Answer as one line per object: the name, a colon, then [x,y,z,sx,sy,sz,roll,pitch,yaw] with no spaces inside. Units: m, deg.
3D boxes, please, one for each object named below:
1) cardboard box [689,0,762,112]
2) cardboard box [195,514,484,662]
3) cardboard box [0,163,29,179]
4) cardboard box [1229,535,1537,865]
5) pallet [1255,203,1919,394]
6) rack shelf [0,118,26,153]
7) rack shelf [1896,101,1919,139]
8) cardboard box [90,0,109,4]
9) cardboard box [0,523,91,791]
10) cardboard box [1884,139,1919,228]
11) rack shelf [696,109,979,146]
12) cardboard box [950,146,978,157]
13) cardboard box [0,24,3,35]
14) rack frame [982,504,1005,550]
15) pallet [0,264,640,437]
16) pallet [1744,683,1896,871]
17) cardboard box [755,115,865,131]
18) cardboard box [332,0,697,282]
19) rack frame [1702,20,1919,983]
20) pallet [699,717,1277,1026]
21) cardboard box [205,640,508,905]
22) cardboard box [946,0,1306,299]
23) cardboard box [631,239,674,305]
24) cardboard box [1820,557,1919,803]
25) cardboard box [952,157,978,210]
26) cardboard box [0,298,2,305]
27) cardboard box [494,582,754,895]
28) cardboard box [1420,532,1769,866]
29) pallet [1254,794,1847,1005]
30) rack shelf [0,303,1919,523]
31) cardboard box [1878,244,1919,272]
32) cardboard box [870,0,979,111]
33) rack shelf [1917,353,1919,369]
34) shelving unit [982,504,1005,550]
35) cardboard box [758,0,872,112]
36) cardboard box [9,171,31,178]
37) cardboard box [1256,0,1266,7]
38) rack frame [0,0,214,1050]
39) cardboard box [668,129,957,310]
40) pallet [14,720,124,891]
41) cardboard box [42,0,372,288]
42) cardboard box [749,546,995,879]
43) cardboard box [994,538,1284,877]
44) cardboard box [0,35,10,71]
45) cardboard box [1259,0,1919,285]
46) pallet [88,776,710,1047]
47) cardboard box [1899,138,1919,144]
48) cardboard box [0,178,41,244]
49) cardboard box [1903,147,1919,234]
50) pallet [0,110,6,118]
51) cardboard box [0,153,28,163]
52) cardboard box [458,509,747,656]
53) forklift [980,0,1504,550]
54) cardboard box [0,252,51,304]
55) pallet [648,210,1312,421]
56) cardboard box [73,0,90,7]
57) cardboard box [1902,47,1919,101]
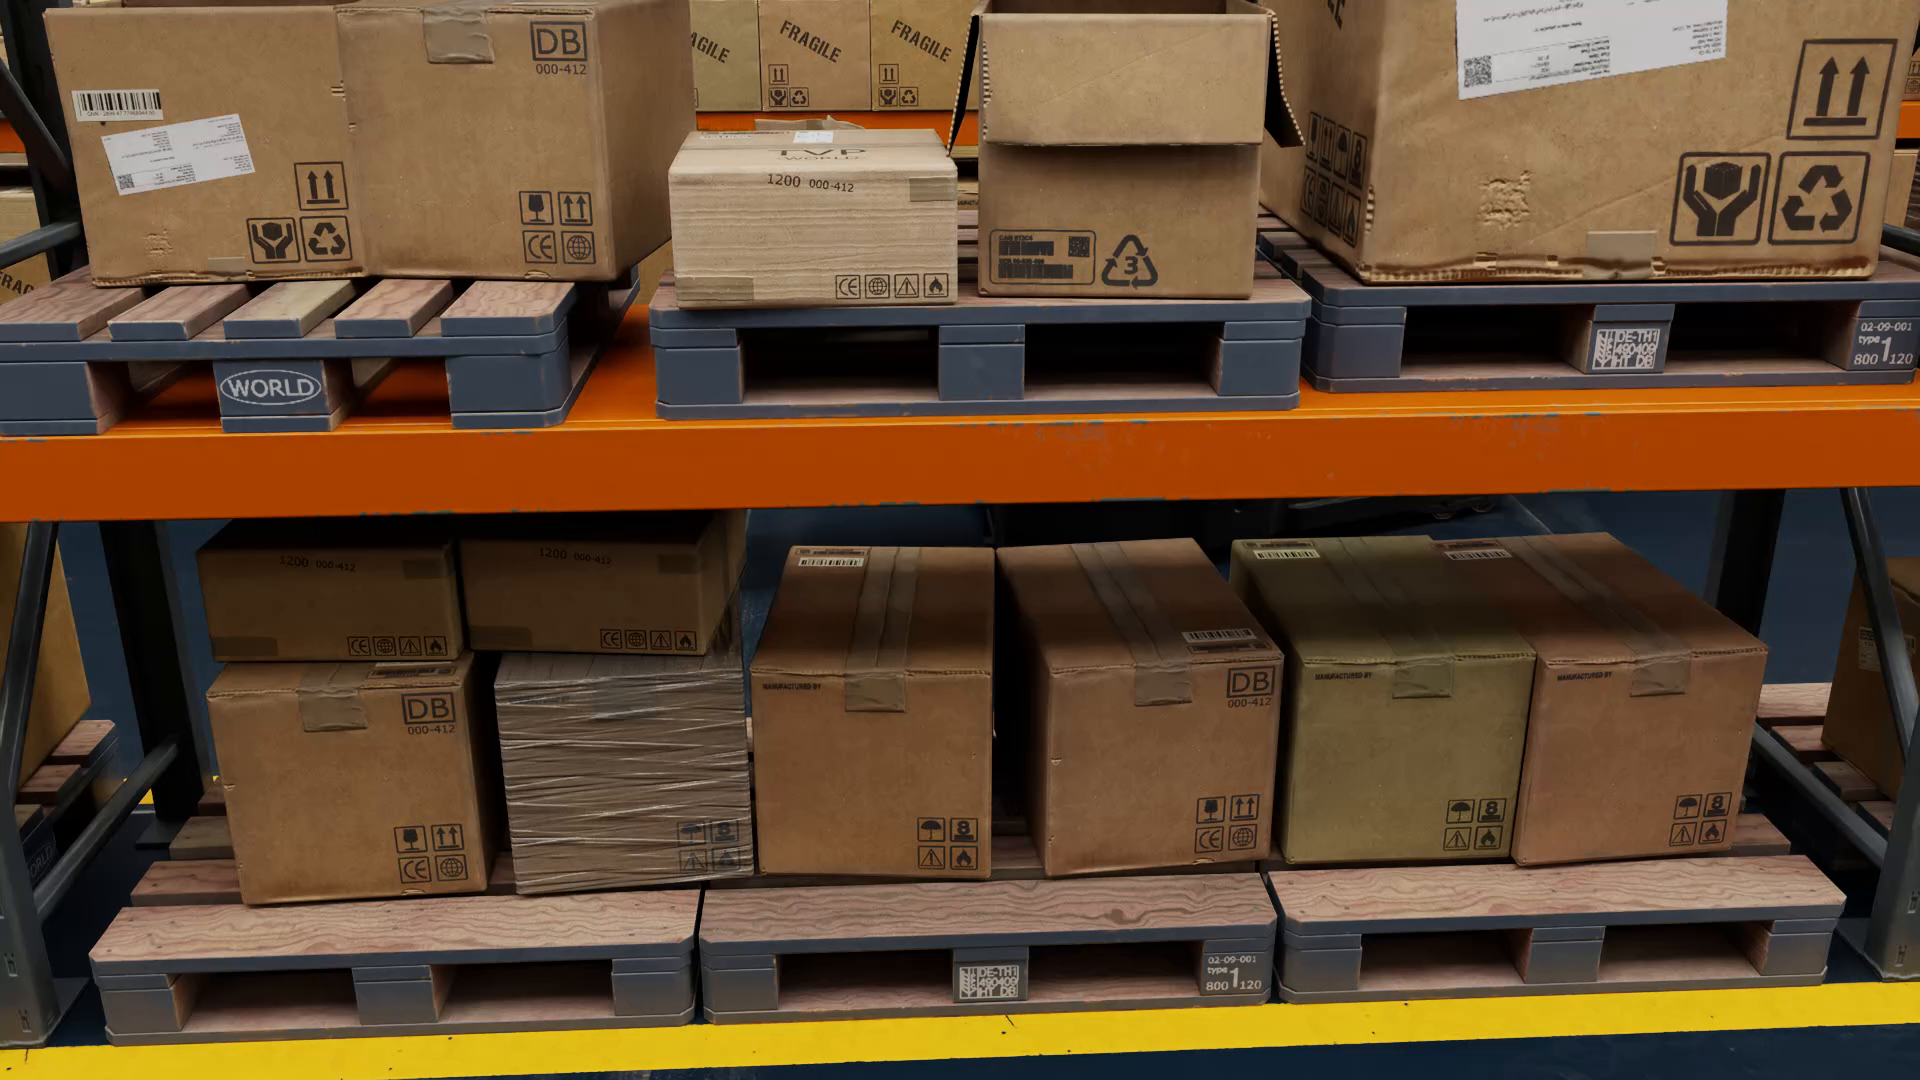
cardboard box: [-1.172,-2.275,7.741,0.500,0.500,0.500,-1,21,-4]
cardboard box: [-1.294,0.048,3.620,0.500,0.250,0.500,0,21,-1]
cardboard box: [-4.893,-1.712,8.270,0.500,0.250,0.500,0,21,0]
cardboard box: [0.941,0.349,3.883,0.500,0.500,0.700,-1,21,-3]
pallet: [1.261,-0.568,3.666,1.213,0.211,1.003,-1,21,-3]
rack shelf: [-4.140,-1.927,7.978,4.000,0.370,1.077,-1,21,-3]
rack shelf: [3.847,-2.090,8.405,4.000,0.370,1.077,-1,21,-3]
cardboard box: [-3.638,-2.329,7.366,0.250,0.149,0.380,-1,21,-3]
cardboard box: [-2.651,0.263,3.609,0.875,0.875,1.225,-2,21,-6]
cardboard box: [4.292,-1.614,8.540,0.875,0.875,0.875,-1,21,-4]
rack shelf: [-0.146,-2.008,8.191,4.000,0.370,1.077,-1,21,-3]
cardboard box: [0.226,-3.082,13.104,0.625,0.372,0.950,0,21,0]
cardboard box: [-4.156,-2.318,7.337,0.250,0.149,0.380,-2,21,-4]
rack frame: [0.117,-0.631,5.671,0.032,1.500,0.500,-2,21,-4]
pallet: [-1.255,-0.503,3.495,1.003,0.211,1.213,-1,21,-3]
pallet: [2.701,0.656,4.102,1.213,0.211,1.003,-1,21,-3]
cardboard box: [-0.311,-0.803,3.613,0.258,0.266,0.396,-2,21,-5]
cardboard box: [-0.872,-0.855,3.420,0.500,0.500,0.700,2,21,5]
rack frame: [2.033,-0.621,3.537,0.127,3.000,1.000,-1,21,-3]
pallet: [0.035,0.724,3.922,1.213,0.211,1.003,-1,21,-3]
cardboard box: [-1.293,0.402,3.744,0.500,0.500,0.700,-2,21,-6]
cardboard box: [0.307,-0.798,3.265,0.637,0.503,0.797,1,21,2]
cardboard box: [-1.530,-1.429,8.231,0.750,0.750,1.050,-1,21,-4]
cardboard box: [2.434,0.357,3.891,0.500,0.500,0.500,-2,21,-5]
cardboard box: [0.273,-1.467,8.331,0.750,0.750,1.050,-1,21,-3]
cardboard box: [-2.462,-0.673,3.533,0.500,0.500,0.500,-1,21,-1]
cardboard box: [-0.740,0.386,3.786,0.500,0.500,0.700,-3,21,-8]
cardboard box: [1.418,0.346,3.891,0.500,0.500,0.700,-3,21,-7]
pallet: [1.255,0.698,3.990,1.213,0.211,1.003,-1,21,-3]
rack shelf: [0.036,-0.244,3.558,4.000,0.370,1.077,-1,21,-3]
cardboard box: [2.231,-0.613,3.867,0.250,0.149,0.380,-1,21,-3]
cardboard box: [-0.171,-2.295,7.792,0.500,0.500,0.500,-1,21,-4]
rack shelf: [4.029,-0.326,3.771,4.000,0.370,1.077,-1,21,-3]
shelving unit: [-0.389,-0.617,5.635,1.048,1.500,0.538,-2,21,-4]
cardboard box: [-0.668,-2.285,7.767,0.500,0.500,0.500,-1,21,-3]
cardboard box: [-4.367,-1.728,8.312,0.500,0.250,0.500,-2,21,-5]
cardboard box: [1.345,-2.326,7.875,0.500,0.500,0.500,-1,21,-3]
rack frame: [-1.961,-0.540,3.323,0.127,3.000,1.000,-1,21,-3]
cardboard box: [-0.274,-0.618,3.150,0.500,0.250,0.500,-2,21,-5]
pallet: [-2.752,0.753,3.848,1.213,0.211,1.003,-1,21,-3]
cardboard box: [-1.424,-0.808,3.297,0.500,0.500,0.500,-4,21,-10]
cardboard box: [-0.174,0.372,3.822,0.500,0.500,0.700,1,21,1]
cardboard box: [0.383,0.361,3.852,0.500,0.500,0.700,-3,21,-8]
cardboard box: [-4.162,-2.179,7.390,0.250,0.149,0.380,-2,21,-6]
cardboard box: [1.231,-1.131,3.444,1.000,1.000,1.000,-1,21,-3]
pallet: [-1.181,0.748,3.860,1.213,0.211,1.003,-1,21,-3]
cardboard box: [5.171,-1.632,8.589,0.875,0.875,0.875,-1,21,-3]
cardboard box: [-4.343,-1.543,7.826,0.500,0.250,0.500,0,21,-1]
cardboard box: [2.485,-0.794,3.432,0.500,0.500,0.875,-1,21,-3]
pallet: [-4.117,-2.159,7.847,1.213,0.211,1.003,-1,21,-3]
cardboard box: [-7.153,-3.003,12.804,0.875,0.438,0.875,-1,21,-4]
cardboard box: [-0.765,0.034,3.658,0.500,0.250,0.500,1,21,3]
forklift: [1.529,-1.604,6.214,3.031,2.935,1.130,-10,23,-24]
cardboard box: [-4.333,-1.198,7.975,0.500,0.500,0.500,-1,21,-2]
pallet: [0.013,-0.505,3.501,1.213,0.211,1.003,-1,21,-3]
cardboard box: [-3.898,-2.323,7.352,0.250,0.149,0.380,-1,21,-2]
cardboard box: [4.362,-2.527,8.332,0.550,0.550,0.875,-1,21,-3]
